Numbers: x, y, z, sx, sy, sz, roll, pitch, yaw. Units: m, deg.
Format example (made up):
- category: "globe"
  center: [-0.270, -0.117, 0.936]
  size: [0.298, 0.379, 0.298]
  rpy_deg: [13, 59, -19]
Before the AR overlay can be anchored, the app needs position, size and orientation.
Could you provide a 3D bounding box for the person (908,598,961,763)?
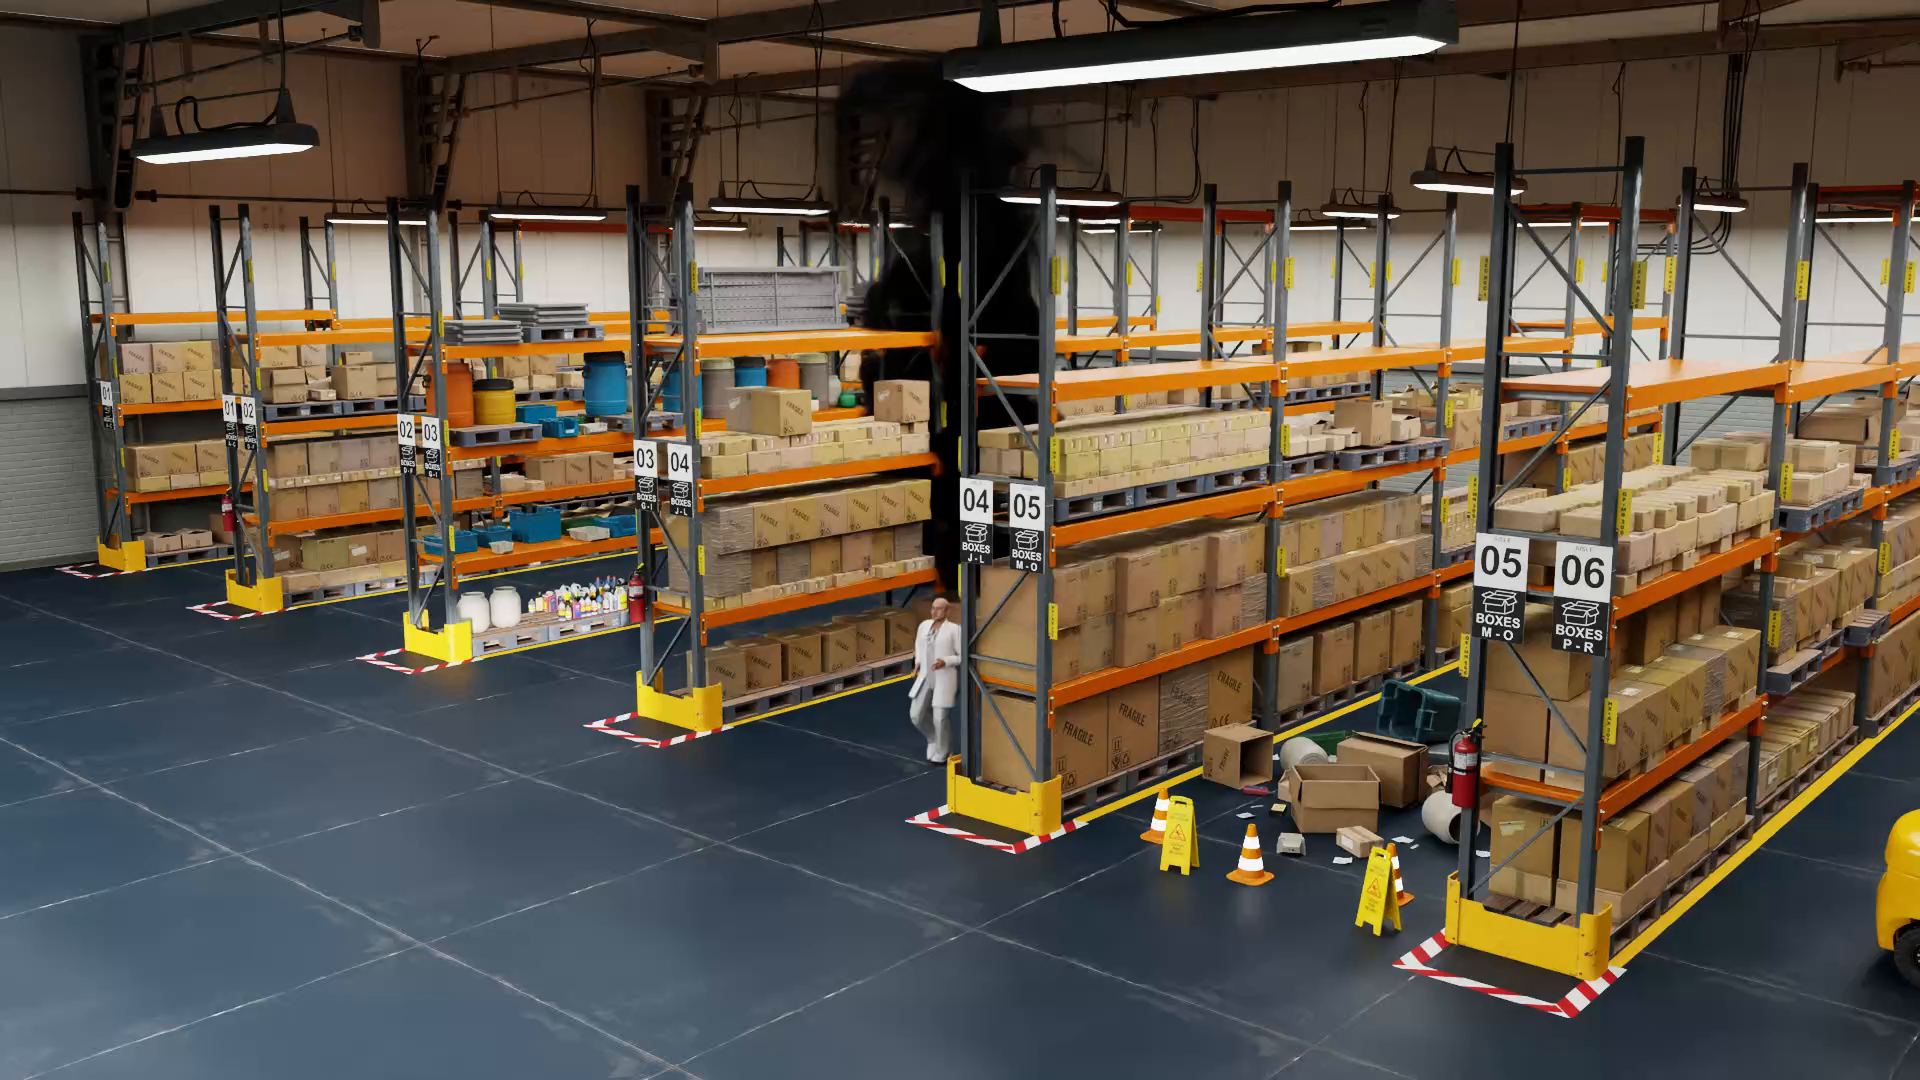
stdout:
- category: "person"
  center: [-0.276, 1.565, 17.177]
  size: [0.694, 1.549, 0.642]
  rpy_deg: [5, 11, 28]
